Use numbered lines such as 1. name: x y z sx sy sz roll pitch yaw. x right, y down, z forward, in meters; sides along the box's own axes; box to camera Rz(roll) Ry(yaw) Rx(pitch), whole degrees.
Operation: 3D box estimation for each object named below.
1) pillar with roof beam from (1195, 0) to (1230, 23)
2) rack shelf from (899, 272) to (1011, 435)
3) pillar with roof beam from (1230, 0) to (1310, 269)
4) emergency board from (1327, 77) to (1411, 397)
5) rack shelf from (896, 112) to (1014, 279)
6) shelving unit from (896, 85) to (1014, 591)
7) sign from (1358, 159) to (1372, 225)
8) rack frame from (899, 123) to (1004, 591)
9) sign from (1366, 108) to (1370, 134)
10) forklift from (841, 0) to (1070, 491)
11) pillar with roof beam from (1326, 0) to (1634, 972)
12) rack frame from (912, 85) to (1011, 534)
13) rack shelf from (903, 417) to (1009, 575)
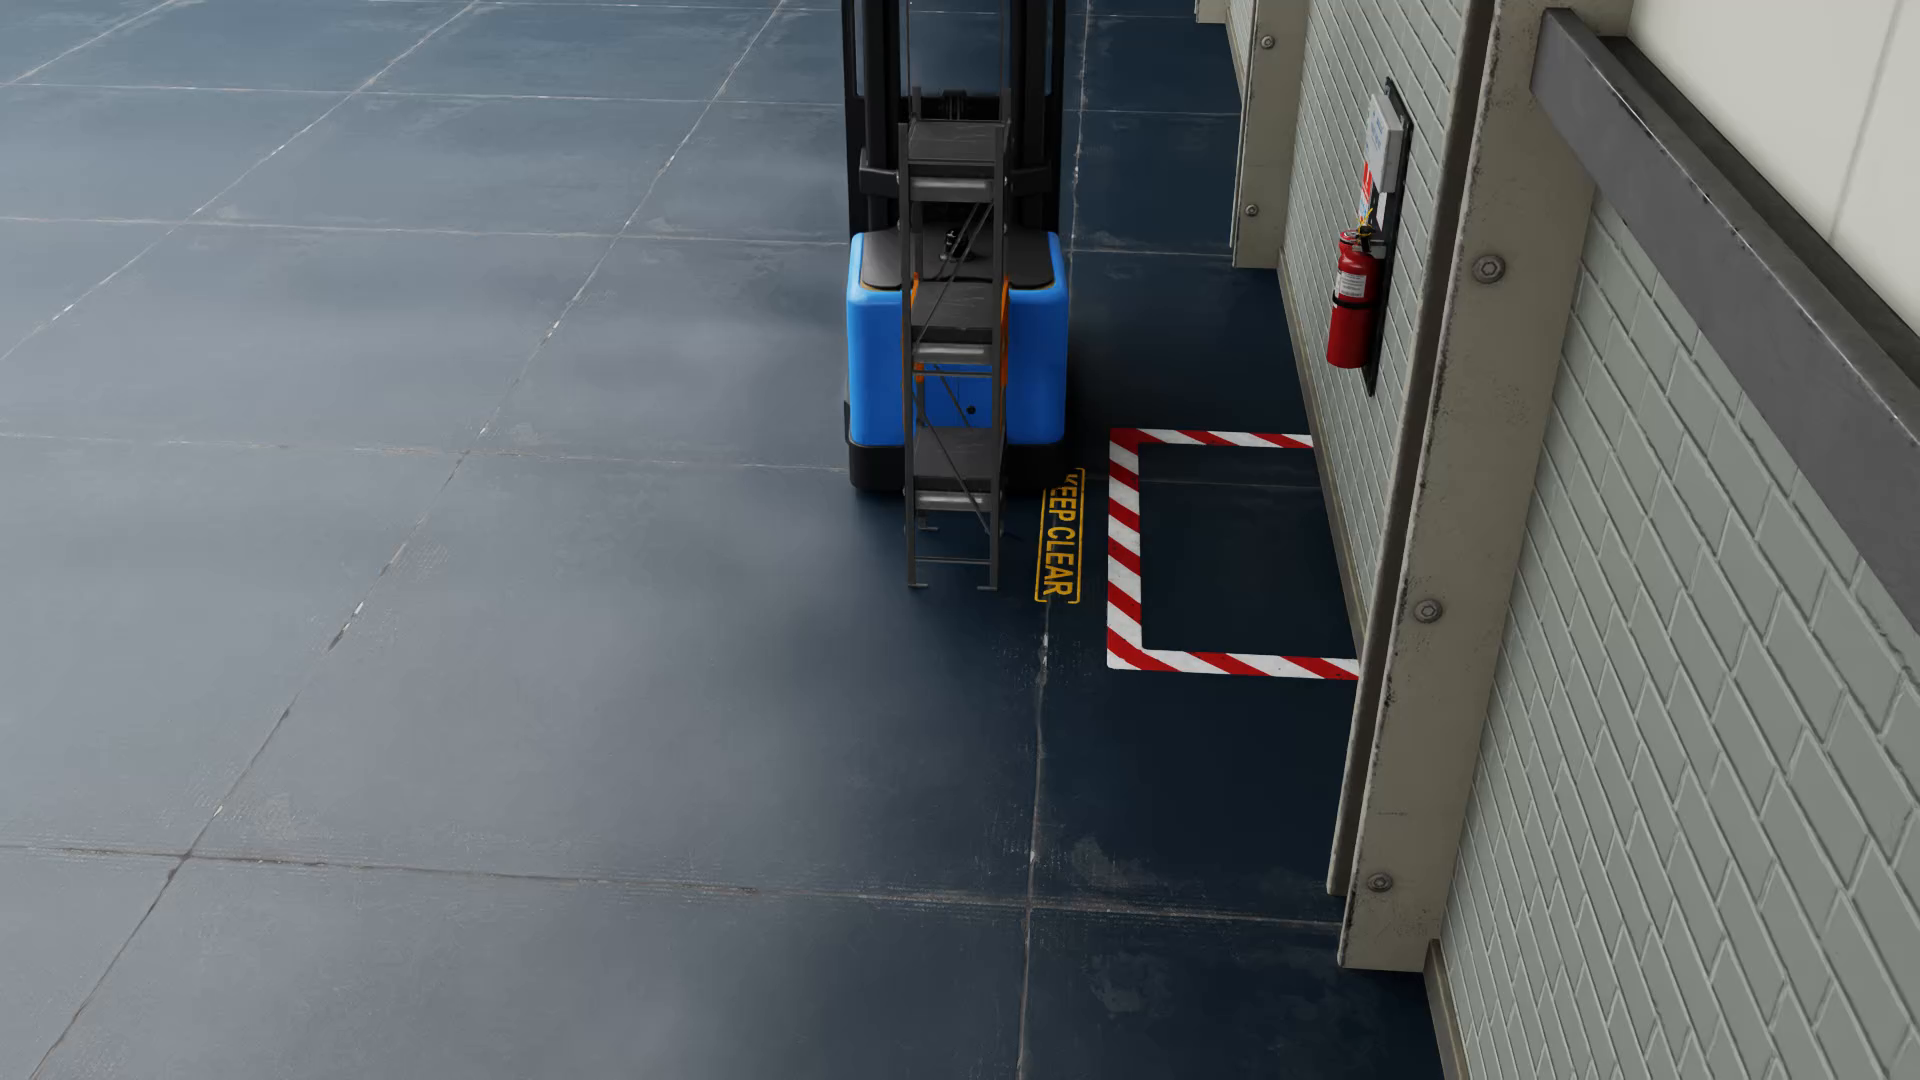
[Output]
1. pillar with roof beam: -1.897 -8.982 13.747 9.100 9.000 0.400 2 32 4
2. rack shelf: -0.013 -0.796 7.066 0.431 0.518 0.480 2 32 4
3. pillar with roof beam: -2.385 -5.845 8.656 9.100 9.000 0.400 2 32 4
4. emergency board: 1.656 -1.260 6.935 0.194 1.169 0.643 2 32 4
5. rack shelf: -0.013 -1.392 6.699 0.431 0.518 0.480 2 32 4
6. shelving unit: -0.013 -0.807 7.059 0.431 2.100 0.503 2 32 4
7. sign: 1.804 -1.560 7.388 0.001 0.329 0.234 2 32 4
8. rack frame: -0.033 -0.680 6.852 0.400 2.100 0.015 2 32 4
9. sign: 1.795 -1.783 7.246 0.001 0.109 0.331 2 32 4
10. forklift: -0.036 -2.222 8.562 1.130 2.935 3.031 -1 32 -1
11. pillar with roof beam: -2.874 -2.707 3.566 9.100 9.000 0.400 2 32 4
12. rack frame: 0.006 -0.935 7.266 0.400 2.100 0.015 2 32 4
13. rack shelf: -0.013 -0.200 7.433 0.431 0.518 0.480 2 32 4
